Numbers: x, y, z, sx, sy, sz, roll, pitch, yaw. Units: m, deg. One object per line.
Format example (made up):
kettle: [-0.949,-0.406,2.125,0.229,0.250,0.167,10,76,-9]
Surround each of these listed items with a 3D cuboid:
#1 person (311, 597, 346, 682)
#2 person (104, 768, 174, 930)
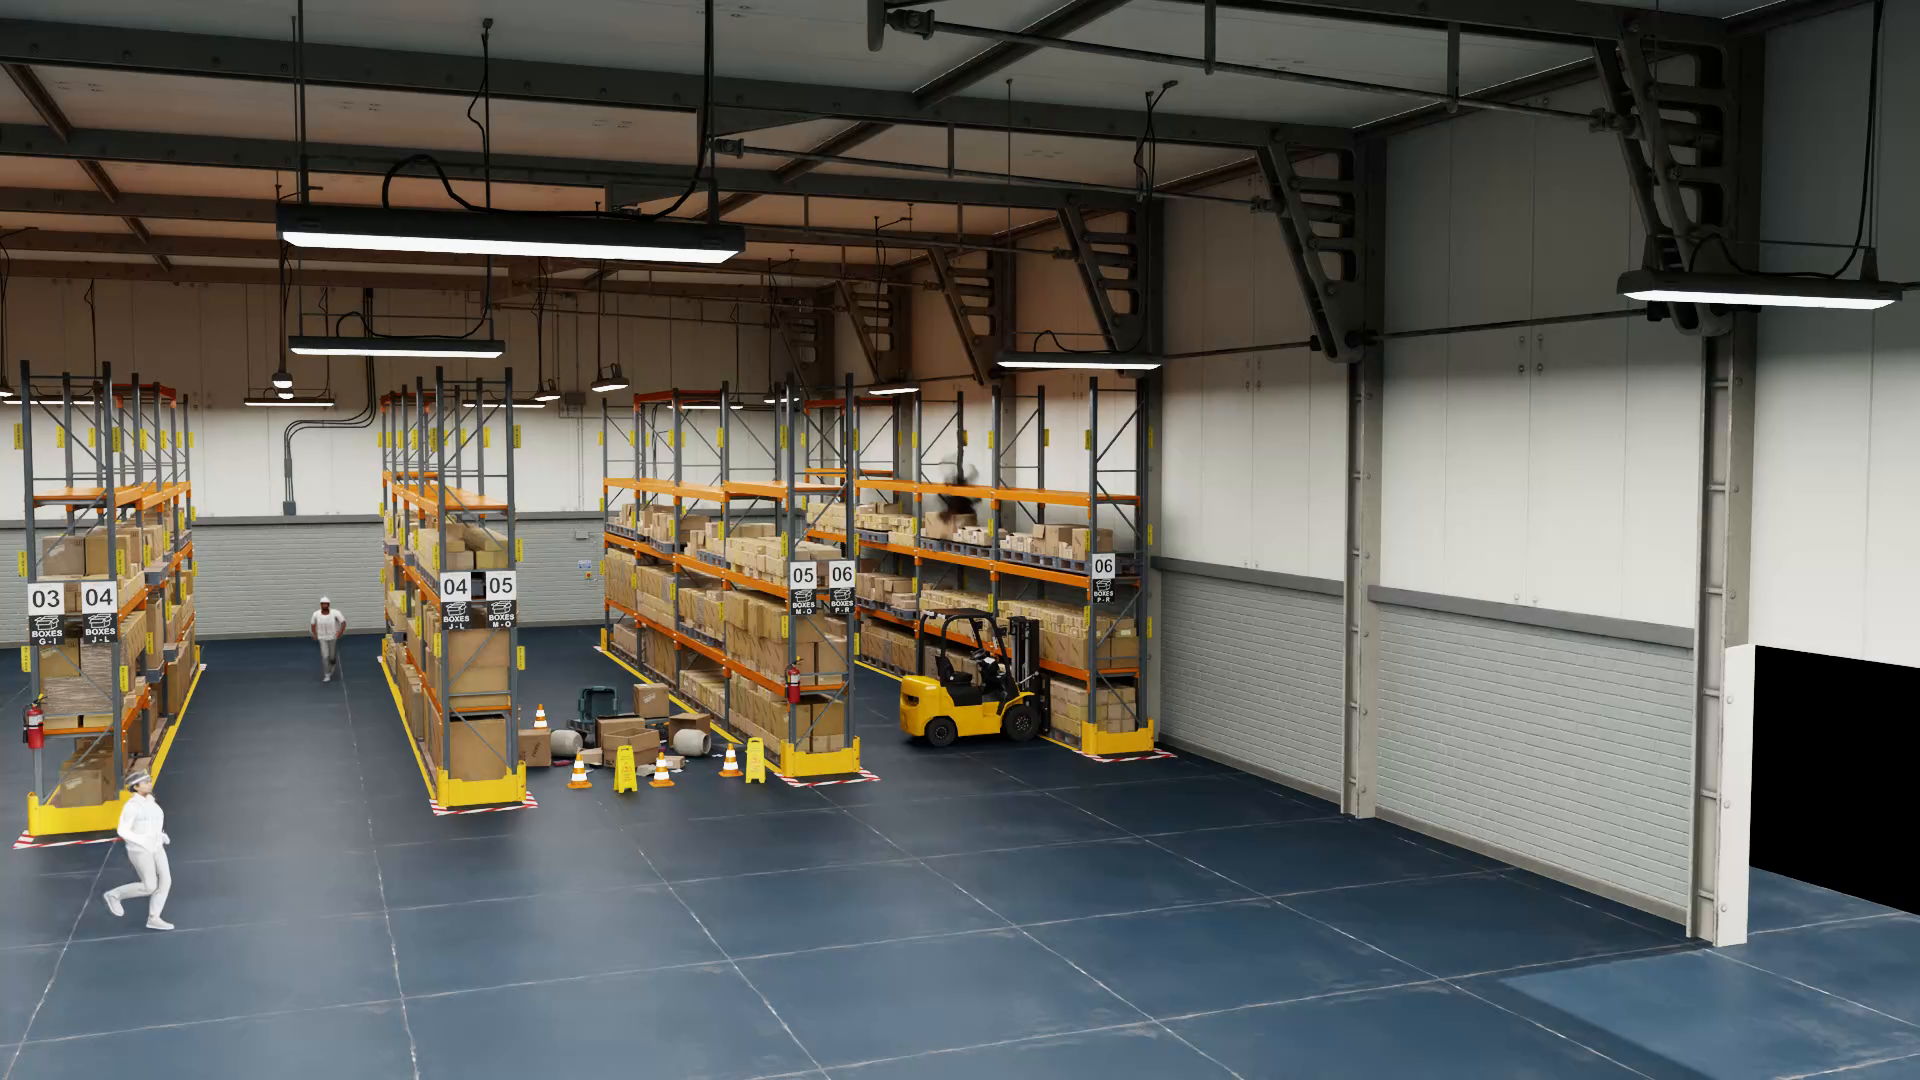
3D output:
person: [-13.149,2.054,34.630,0.697,1.758,0.737,-1,4,-13]
person: [-8.381,3.157,17.012,0.677,1.668,0.619,0,3,4]
